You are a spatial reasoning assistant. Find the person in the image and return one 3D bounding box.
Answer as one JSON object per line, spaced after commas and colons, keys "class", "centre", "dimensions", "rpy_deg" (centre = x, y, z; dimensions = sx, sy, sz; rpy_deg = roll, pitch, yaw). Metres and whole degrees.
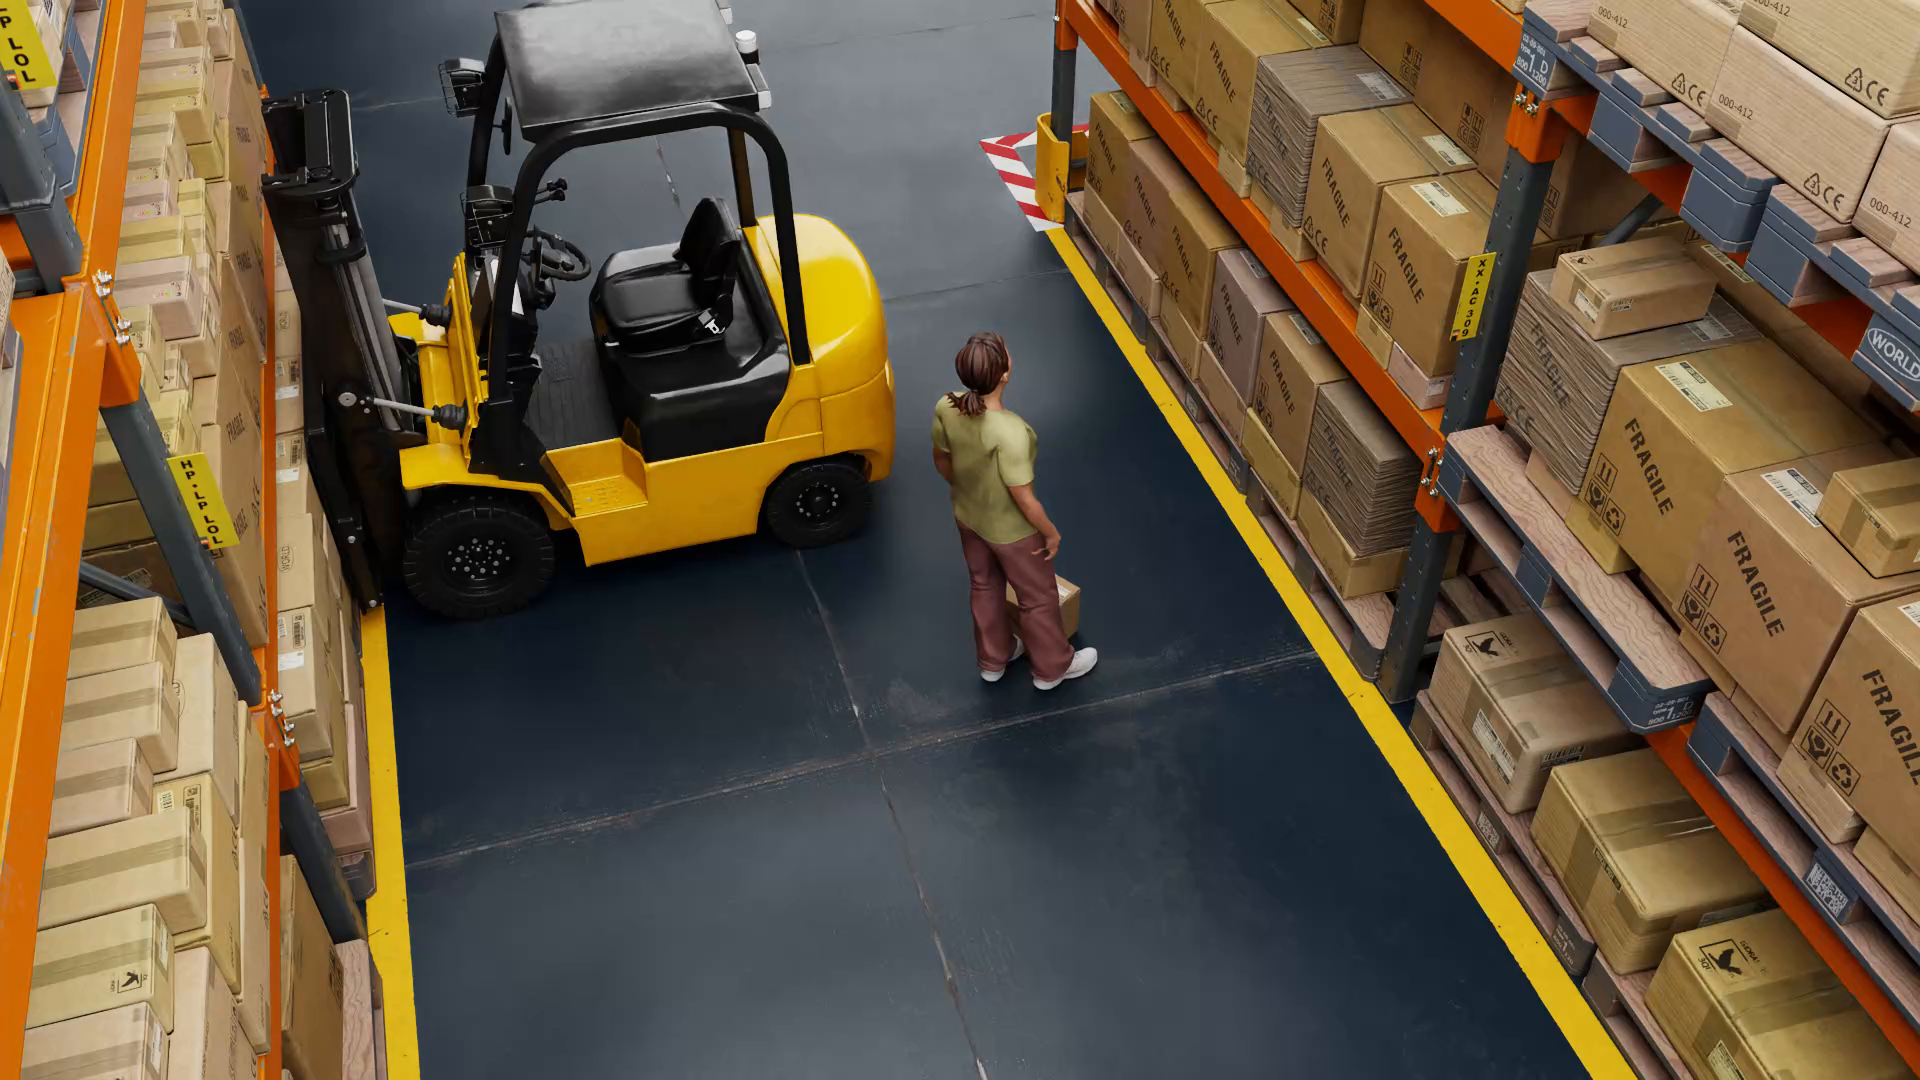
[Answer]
{"class": "person", "centre": [0.197, -0.112, 6.270], "dimensions": [0.553, 1.673, 0.548], "rpy_deg": [33, 52, 31]}
